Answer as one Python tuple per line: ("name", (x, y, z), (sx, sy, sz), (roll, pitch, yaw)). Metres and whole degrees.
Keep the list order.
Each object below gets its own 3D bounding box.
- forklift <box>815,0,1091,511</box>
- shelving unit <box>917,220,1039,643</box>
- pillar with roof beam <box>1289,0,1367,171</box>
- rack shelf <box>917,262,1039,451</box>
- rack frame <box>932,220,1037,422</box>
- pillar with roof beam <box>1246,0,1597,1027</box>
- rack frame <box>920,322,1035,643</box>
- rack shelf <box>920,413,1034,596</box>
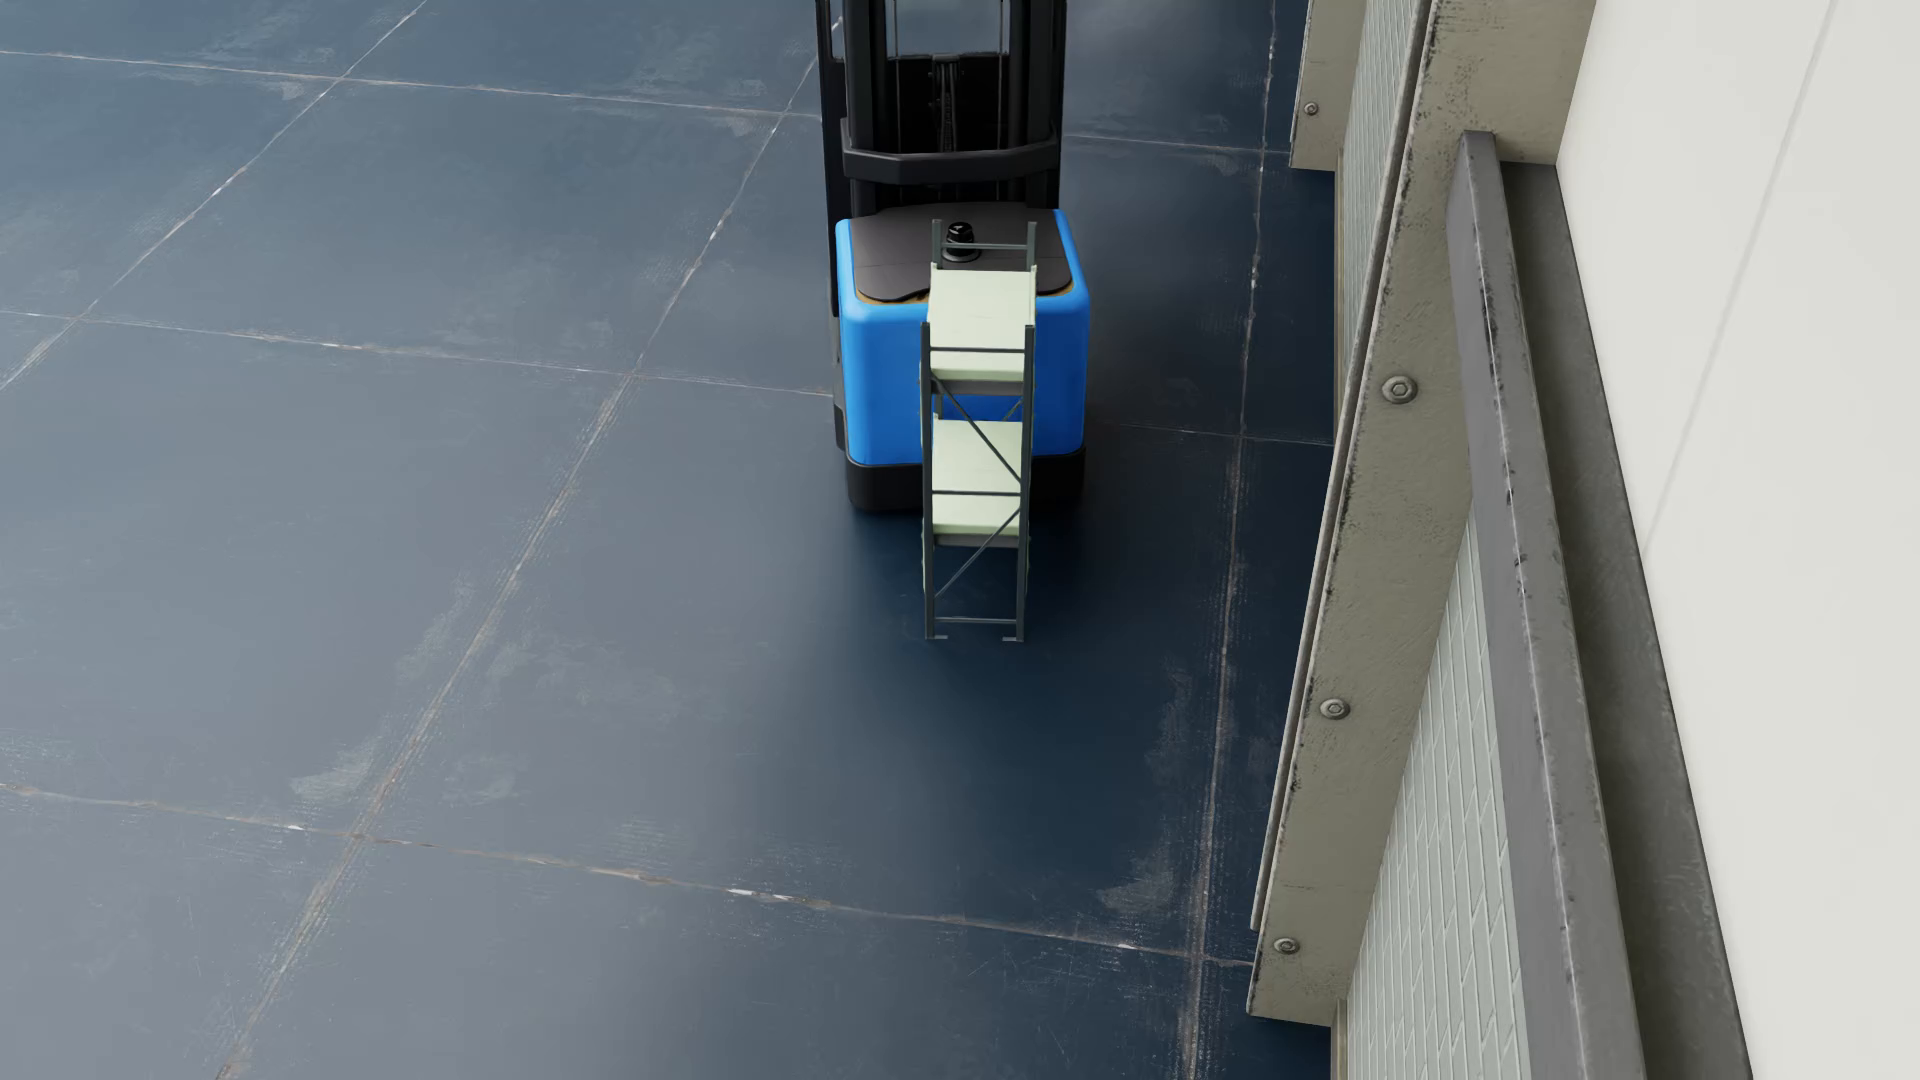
("forklift", (-0.106, -2.188, 7.596), (1.130, 2.935, 3.031), (-4, 40, -4))
("shelving unit", (0.078, -0.406, 6.564), (0.431, 1.500, 0.755), (2, 40, 2))
("pillar with roof beam", (-2.087, -6.279, 7.782), (9.100, 9.000, 0.400), (6, 40, 8))
("rack shelf", (0.078, -0.707, 6.315), (0.431, 0.370, 0.720), (2, 40, 2))
("rack frame", (0.094, -0.639, 6.846), (0.400, 1.500, 0.023), (2, 40, 2))
("pillar with roof beam", (-3.125, -2.513, 3.227), (9.100, 9.000, 0.400), (6, 40, 8))
("rack frame", (0.061, -0.173, 6.282), (0.400, 1.500, 0.023), (2, 40, 2))
("rack shelf", (0.078, -0.155, 6.772), (0.431, 0.370, 0.720), (2, 40, 2))
